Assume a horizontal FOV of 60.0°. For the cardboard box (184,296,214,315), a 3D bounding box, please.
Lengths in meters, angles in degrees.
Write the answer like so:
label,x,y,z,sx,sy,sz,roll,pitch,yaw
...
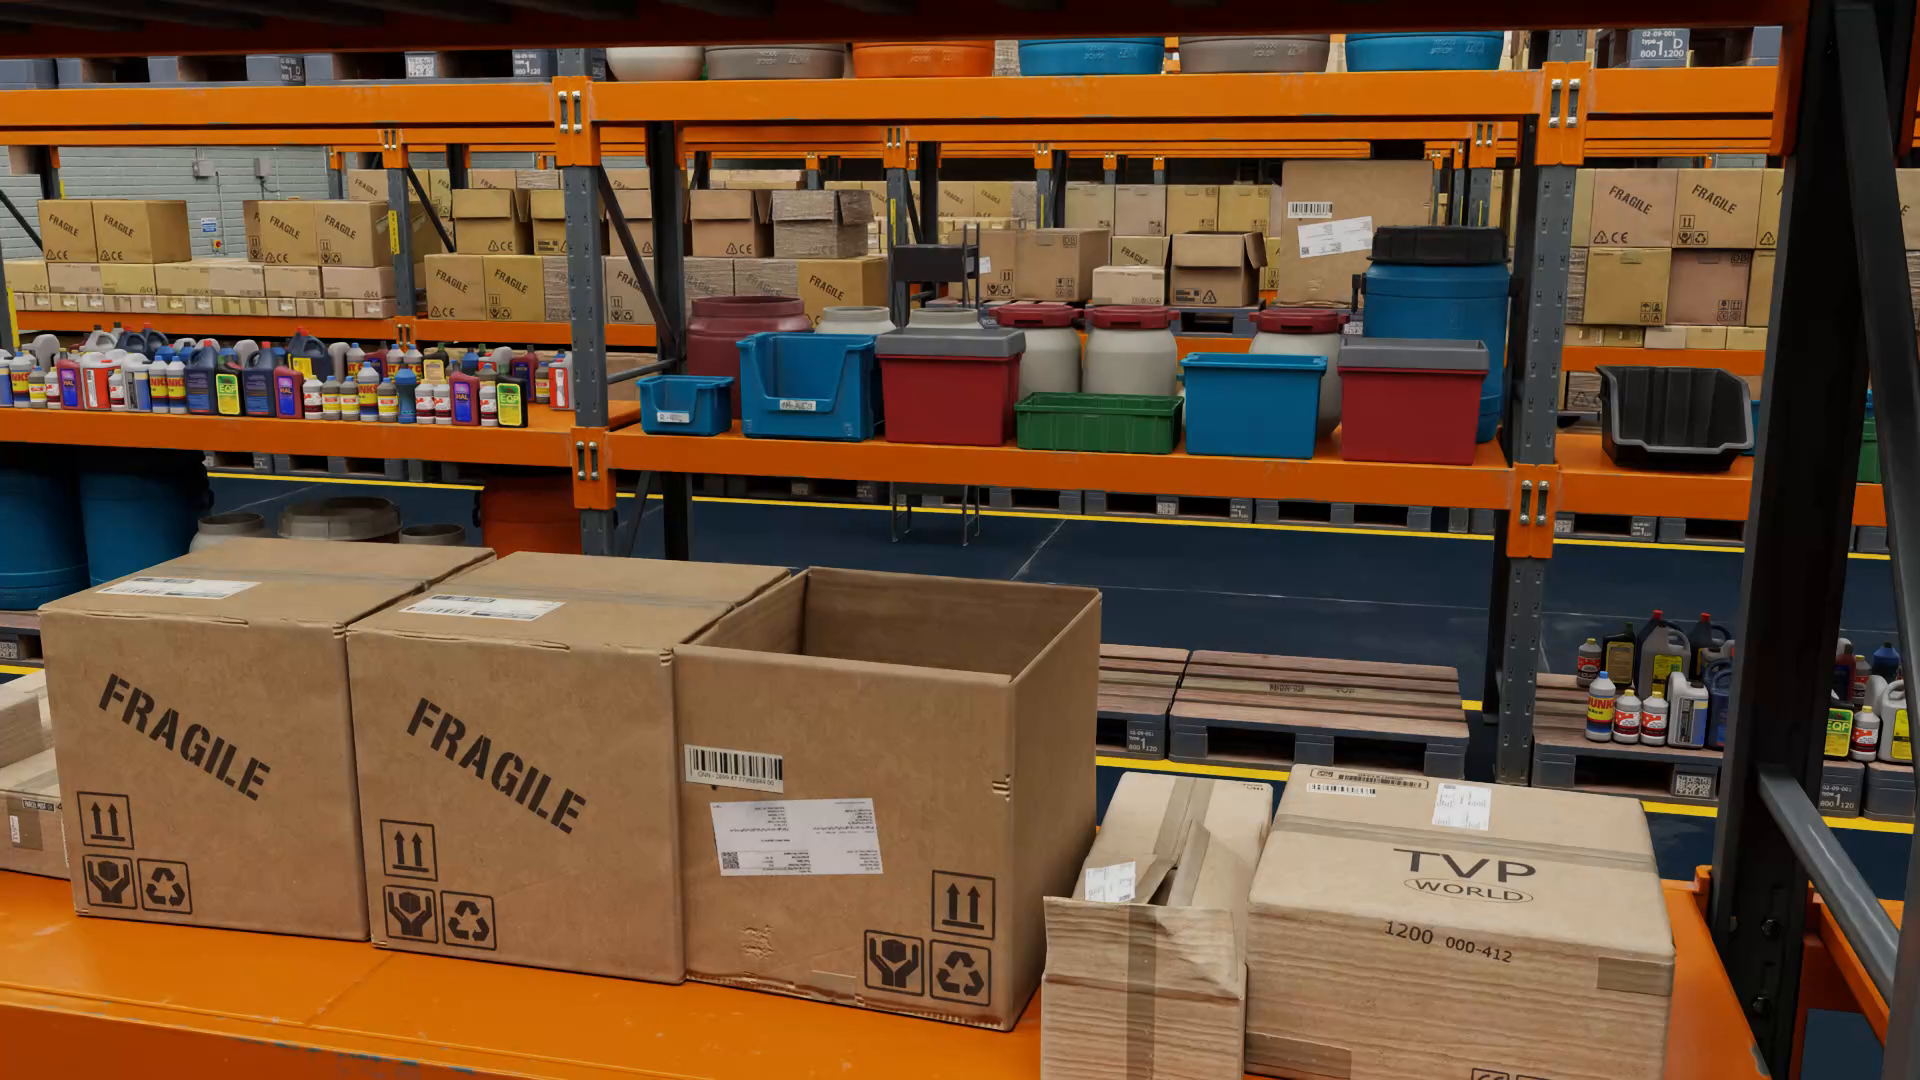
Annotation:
label,x,y,z,sx,sy,sz,roll,pitch,yaw
cardboard box,-6.098,-1.930,13.588,0.250,0.149,0.380,3,13,14

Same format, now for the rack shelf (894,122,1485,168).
label,x,y,z,sx,sy,sz,roll,pitch,yaw
rack shelf,1.597,-2.828,11.788,4.000,0.370,1.077,3,13,14

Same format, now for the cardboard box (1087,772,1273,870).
label,x,y,z,sx,sy,sz,roll,pitch,yaw
cardboard box,0.350,0.506,2.607,0.250,0.149,0.380,3,13,14

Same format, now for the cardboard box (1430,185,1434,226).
label,x,y,z,sx,sy,sz,roll,pitch,yaw
cardboard box,4.341,-3.210,16.237,0.500,0.500,0.700,3,13,13

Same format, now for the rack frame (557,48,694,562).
label,x,y,z,sx,sy,sz,roll,pitch,yaw
rack frame,-1.532,-0.777,7.809,0.127,3.000,1.000,3,13,14

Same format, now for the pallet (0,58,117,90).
label,x,y,z,sx,sy,sz,roll,pitch,yaw
pallet,-4.631,-2.336,8.349,1.003,0.211,1.213,3,13,14

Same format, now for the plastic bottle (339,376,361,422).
label,x,y,z,sx,sy,sz,roll,pitch,yaw
plastic bottle,-2.831,-0.658,7.733,0.097,0.201,0.097,0,13,0

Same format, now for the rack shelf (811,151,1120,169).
label,x,y,z,sx,sy,sz,roll,pitch,yaw
rack shelf,0.088,-5.119,22.117,4.000,0.370,1.077,3,13,14

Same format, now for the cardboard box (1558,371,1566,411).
label,x,y,z,sx,sy,sz,roll,pitch,yaw
cardboard box,5.419,-1.769,16.216,0.875,0.875,0.875,3,13,14

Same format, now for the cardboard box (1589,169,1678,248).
label,x,y,z,sx,sy,sz,roll,pitch,yaw
cardboard box,4.400,-2.190,10.955,0.500,0.500,0.500,3,13,14

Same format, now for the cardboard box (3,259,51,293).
label,x,y,z,sx,sy,sz,roll,pitch,yaw
cardboard box,-7.711,-2.224,13.990,0.500,0.250,0.500,3,13,12

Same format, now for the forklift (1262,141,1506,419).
label,x,y,z,sx,sy,sz,roll,pitch,yaw
forklift,2.884,-1.951,13.260,3.031,2.935,1.130,3,13,12

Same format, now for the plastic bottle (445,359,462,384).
label,x,y,z,sx,sy,sz,roll,pitch,yaw
plastic bottle,-2.559,-0.813,8.430,0.097,0.201,0.097,0,13,0

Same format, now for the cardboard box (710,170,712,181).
label,x,y,z,sx,sy,sz,roll,pitch,yaw
cardboard box,-3.456,-4.992,22.772,0.250,0.149,0.380,3,13,12

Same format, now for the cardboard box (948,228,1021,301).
label,x,y,z,sx,sy,sz,roll,pitch,yaw
cardboard box,0.189,-2.052,12.359,0.500,0.500,0.500,1,13,7

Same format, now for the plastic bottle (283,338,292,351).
label,x,y,z,sx,sy,sz,roll,pitch,yaw
plastic bottle,-3.520,-0.908,8.671,0.133,0.283,0.061,3,13,14

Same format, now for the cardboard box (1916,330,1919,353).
label,x,y,z,sx,sy,sz,roll,pitch,yaw
cardboard box,6.126,-1.305,10.770,0.250,0.149,0.380,3,13,14

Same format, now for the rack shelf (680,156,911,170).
label,x,y,z,sx,sy,sz,roll,pitch,yaw
rack shelf,-2.610,-6.371,27.758,4.000,0.370,1.077,3,13,14

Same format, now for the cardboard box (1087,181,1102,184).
label,x,y,z,sx,sy,sz,roll,pitch,yaw
cardboard box,1.609,-4.516,22.124,0.500,0.500,0.500,3,13,12

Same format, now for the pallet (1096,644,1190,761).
label,x,y,z,sx,sy,sz,roll,pitch,yaw
pallet,0.392,0.697,7.605,1.213,0.211,1.003,3,13,14

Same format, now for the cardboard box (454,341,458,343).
label,x,y,z,sx,sy,sz,roll,pitch,yaw
cardboard box,-5.627,-2.252,18.696,0.250,0.149,0.380,2,13,11

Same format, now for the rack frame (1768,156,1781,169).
label,x,y,z,sx,sy,sz,roll,pitch,yaw
rack frame,9.796,-3.487,20.025,0.127,3.000,1.000,3,13,14

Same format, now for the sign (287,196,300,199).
label,x,y,z,sx,sy,sz,roll,pitch,yaw
sign,-10.787,-5.441,26.928,0.001,0.242,0.339,3,13,14

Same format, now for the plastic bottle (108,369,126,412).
label,x,y,z,sx,sy,sz,roll,pitch,yaw
plastic bottle,-4.052,-0.723,8.027,0.097,0.201,0.097,0,13,0

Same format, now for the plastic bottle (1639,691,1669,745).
label,x,y,z,sx,sy,sz,roll,pitch,yaw
plastic bottle,2.753,0.702,6.591,0.097,0.201,0.097,0,13,0

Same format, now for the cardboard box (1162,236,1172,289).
label,x,y,z,sx,sy,sz,roll,pitch,yaw
cardboard box,2.296,-2.773,16.574,0.500,0.500,0.500,3,13,13

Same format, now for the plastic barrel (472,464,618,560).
label,x,y,z,sx,sy,sz,roll,pitch,yaw
plastic barrel,-2.011,0.056,8.097,0.708,0.830,0.600,3,13,14

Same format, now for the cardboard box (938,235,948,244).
label,x,y,z,sx,sy,sz,roll,pitch,yaw
cardboard box,-0.163,-3.040,16.934,0.250,0.149,0.380,3,13,15

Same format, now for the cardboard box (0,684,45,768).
label,x,y,z,sx,sy,sz,roll,pitch,yaw
cardboard box,-1.900,0.396,2.732,0.500,0.311,0.500,3,13,13

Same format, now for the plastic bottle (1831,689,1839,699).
label,x,y,z,sx,sy,sz,roll,pitch,yaw
plastic bottle,3.371,0.687,6.496,0.097,0.271,0.097,0,13,0

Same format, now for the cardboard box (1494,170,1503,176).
label,x,y,z,sx,sy,sz,roll,pitch,yaw
cardboard box,6.779,-4.277,20.361,0.500,0.500,0.700,3,13,14

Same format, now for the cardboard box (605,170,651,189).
label,x,y,z,sx,sy,sz,roll,pitch,yaw
cardboard box,-3.463,-3.713,17.819,0.500,0.500,0.500,3,13,12

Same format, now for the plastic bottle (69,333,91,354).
label,x,y,z,sx,sy,sz,roll,pitch,yaw
plastic bottle,-4.720,-0.972,8.960,0.133,0.283,0.061,3,13,14

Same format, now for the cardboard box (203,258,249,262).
label,x,y,z,sx,sy,sz,roll,pitch,yaw
cardboard box,-6.085,-2.257,14.141,0.500,0.250,0.500,3,13,14

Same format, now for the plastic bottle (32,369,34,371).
label,x,y,z,sx,sy,sz,roll,pitch,yaw
plastic bottle,-4.690,-0.791,8.333,0.097,0.201,0.097,0,13,0

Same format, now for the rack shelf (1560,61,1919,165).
label,x,y,z,sx,sy,sz,roll,pitch,yaw
rack shelf,4.293,-1.578,6.158,4.000,0.370,1.077,3,13,14

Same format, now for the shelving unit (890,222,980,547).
label,x,y,z,sx,sy,sz,roll,pitch,yaw
shelving unit,-0.161,-1.034,11.045,0.503,2.100,0.431,3,13,14

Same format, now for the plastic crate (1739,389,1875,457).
label,x,y,z,sx,sy,sz,roll,pitch,yaw
plastic crate,3.491,-0.496,6.888,0.616,0.251,0.499,3,13,14

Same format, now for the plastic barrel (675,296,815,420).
label,x,y,z,sx,sy,sz,roll,pitch,yaw
plastic barrel,-1.009,-0.883,7.973,0.708,0.536,0.600,3,13,14

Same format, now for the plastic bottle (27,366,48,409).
label,x,y,z,sx,sy,sz,roll,pitch,yaw
plastic bottle,-4.501,-0.747,8.135,0.097,0.201,0.097,0,13,0

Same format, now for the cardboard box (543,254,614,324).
label,x,y,z,sx,sy,sz,roll,pitch,yaw
cardboard box,-2.868,-1.946,12.849,0.500,0.500,0.500,3,13,12

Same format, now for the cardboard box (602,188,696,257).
label,x,y,z,sx,sy,sz,roll,pitch,yaw
cardboard box,-2.336,-2.466,12.876,0.637,0.503,0.797,3,13,15

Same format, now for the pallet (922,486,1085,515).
label,x,y,z,sx,sy,sz,roll,pitch,yaw
pallet,0.413,-0.416,12.621,1.213,0.211,1.003,3,13,14

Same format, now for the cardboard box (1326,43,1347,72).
label,x,y,z,sx,sy,sz,roll,pitch,yaw
cardboard box,2.602,-3.242,11.337,0.258,0.266,0.396,4,13,16

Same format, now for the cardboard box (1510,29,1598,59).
label,x,y,z,sx,sy,sz,roll,pitch,yaw
cardboard box,4.036,-3.543,11.282,0.500,0.500,0.500,3,13,12

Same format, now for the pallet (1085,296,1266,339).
label,x,y,z,sx,sy,sz,roll,pitch,yaw
pallet,1.587,-1.630,12.100,1.213,0.211,1.003,3,13,14

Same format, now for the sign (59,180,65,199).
label,x,y,z,sx,sy,sz,roll,pitch,yaw
sign,-7.969,-3.028,14.734,0.005,0.325,0.100,3,13,14

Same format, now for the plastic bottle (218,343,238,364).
label,x,y,z,sx,sy,sz,roll,pitch,yaw
plastic bottle,-3.767,-0.878,8.561,0.097,0.271,0.097,0,13,0

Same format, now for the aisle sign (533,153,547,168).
label,x,y,z,sx,sy,sz,roll,pitch,yaw
aisle sign,-5.877,-5.529,23.228,0.004,0.787,0.394,3,13,14

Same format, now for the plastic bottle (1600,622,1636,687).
label,x,y,z,sx,sy,sz,roll,pitch,yaw
plastic bottle,2.898,0.498,7.320,0.133,0.283,0.061,4,13,16
